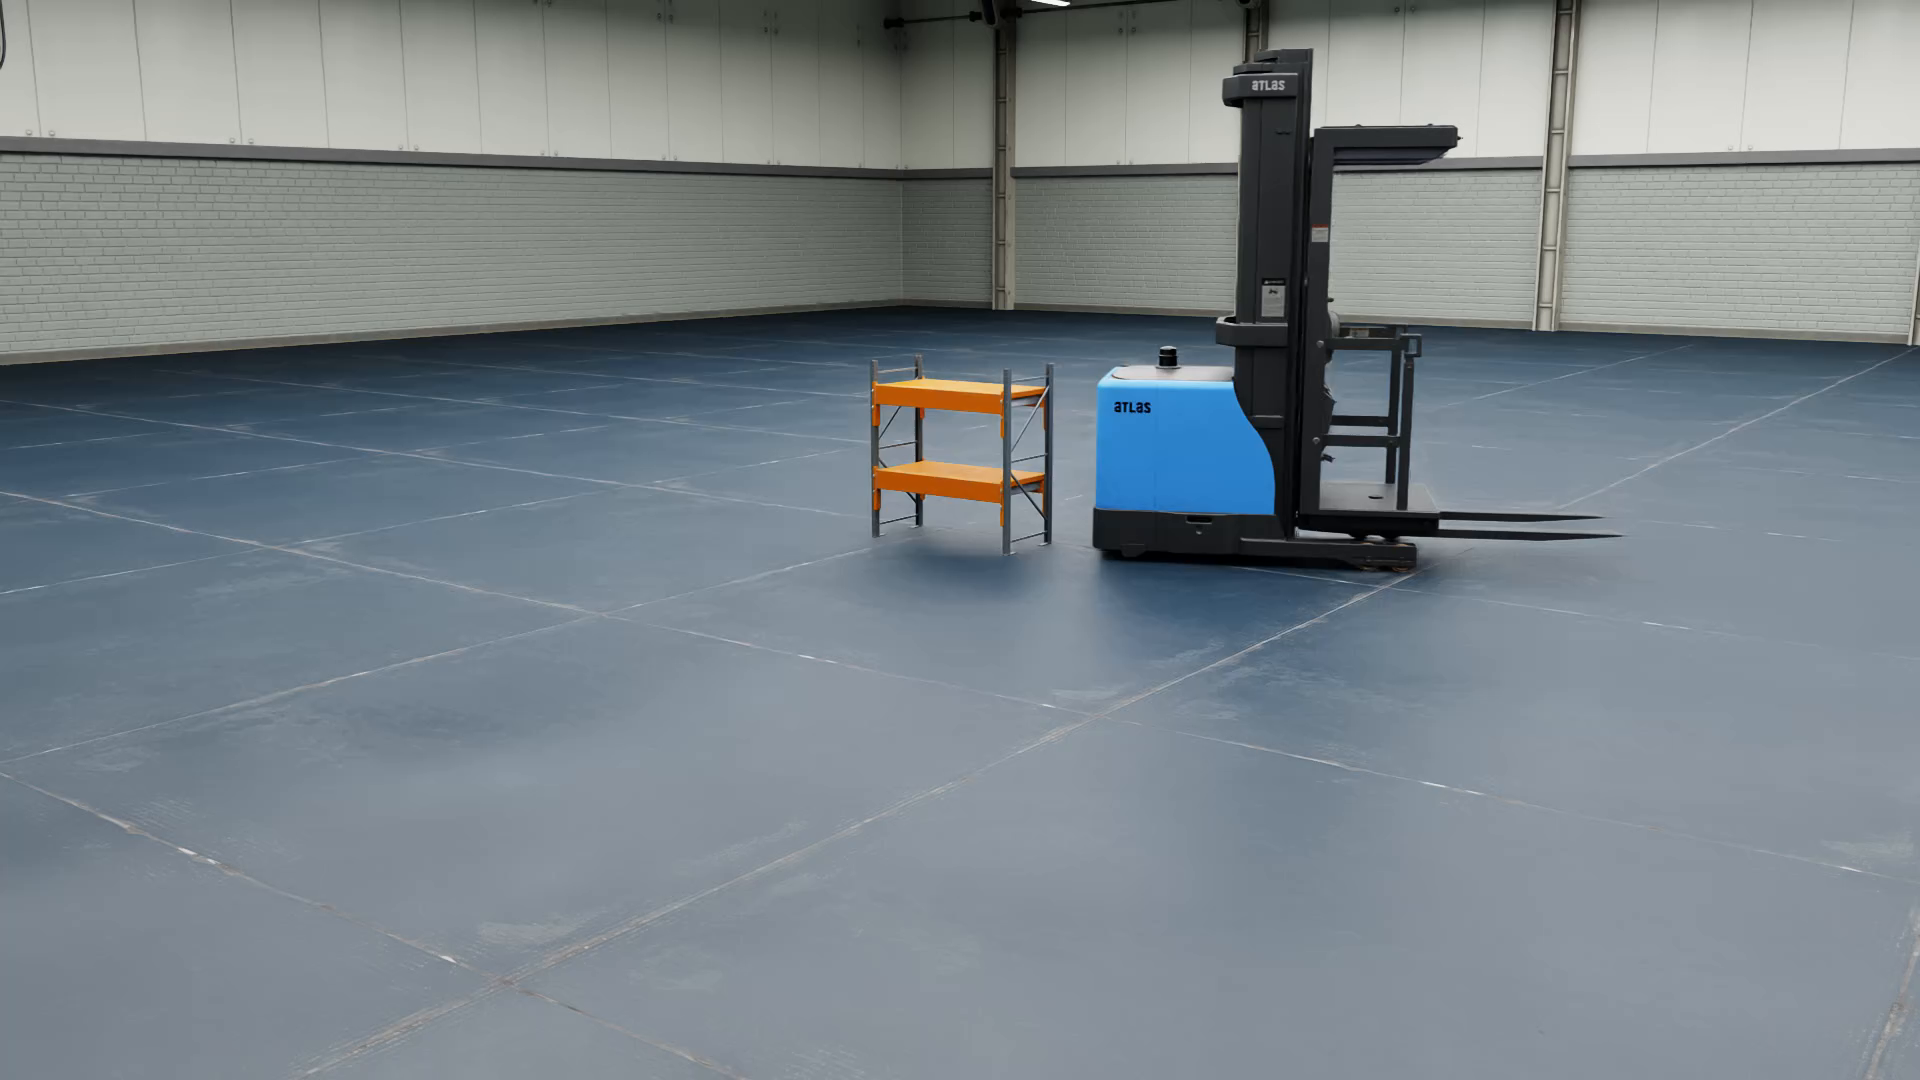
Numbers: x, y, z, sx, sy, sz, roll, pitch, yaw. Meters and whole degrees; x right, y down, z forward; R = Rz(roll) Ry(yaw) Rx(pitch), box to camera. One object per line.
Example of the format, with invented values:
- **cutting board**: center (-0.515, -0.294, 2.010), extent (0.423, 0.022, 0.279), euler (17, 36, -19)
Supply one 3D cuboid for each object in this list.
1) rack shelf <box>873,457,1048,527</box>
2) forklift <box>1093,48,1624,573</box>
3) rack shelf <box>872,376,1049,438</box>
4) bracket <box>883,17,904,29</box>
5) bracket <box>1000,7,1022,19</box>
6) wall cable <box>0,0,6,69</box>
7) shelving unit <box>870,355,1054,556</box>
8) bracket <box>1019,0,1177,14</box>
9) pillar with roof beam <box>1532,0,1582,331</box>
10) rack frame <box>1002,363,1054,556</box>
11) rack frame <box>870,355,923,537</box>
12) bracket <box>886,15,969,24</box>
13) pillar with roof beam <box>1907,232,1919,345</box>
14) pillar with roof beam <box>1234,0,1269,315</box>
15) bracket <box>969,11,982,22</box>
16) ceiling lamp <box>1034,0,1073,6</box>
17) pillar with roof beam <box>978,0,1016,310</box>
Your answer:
- **rack shelf**: center (0.005, -0.311, 10.465), extent (1.000, 0.278, 0.538), euler (8, 13, 36)
- **forklift**: center (2.362, -1.361, 9.847), extent (3.031, 2.935, 1.130), euler (2, 11, 10)
- **rack shelf**: center (0.005, -0.839, 10.363), extent (1.000, 0.278, 0.538), euler (8, 13, 36)
- **bracket**: center (-1.485, -11.602, 37.334), extent (0.430, 0.232, 0.235), euler (8, 13, 36)
- **bracket**: center (1.095, -11.243, 35.475), extent (0.430, 0.232, 0.235), euler (8, 13, 36)
- **wall cable**: center (-13.635, -8.409, 21.350), extent (0.169, 6.003, 2.305), euler (8, 13, 36)
- **shelving unit**: center (0.005, -0.552, 10.419), extent (1.048, 1.125, 0.538), euler (8, 13, 36)
- **bracket**: center (3.171, -10.953, 33.977), extent (4.783, 0.066, 0.076), euler (8, 13, 36)
- **pillar with roof beam**: center (8.094, -7.568, 25.958), extent (0.400, 9.000, 9.100), euler (8, 13, 36)
- **rack frame**: center (0.415, -0.494, 10.124), extent (0.032, 1.125, 0.500), euler (8, 13, 36)
- **rack frame**: center (-0.404, -0.609, 10.714), extent (0.032, 1.125, 0.500), euler (8, 13, 36)
- **bracket**: center (-1.009, -11.536, 36.991), extent (3.189, 0.066, 0.076), euler (8, 13, 36)
- **pillar with roof beam**: center (12.930, -6.894, 22.471), extent (0.400, 9.000, 9.100), euler (8, 13, 36)
- **pillar with roof beam**: center (3.258, -8.243, 29.445), extent (0.548, 9.000, 9.100), euler (8, 13, 36)
- **bracket**: center (0.426, -11.336, 35.957), extent (0.430, 0.232, 0.235), euler (8, 13, 36)
- **ceiling lamp**: center (1.148, -11.248, 29.613), extent (0.800, 3.185, 2.000), euler (8, 13, 36)
- **pillar with roof beam**: center (-1.578, -8.917, 32.932), extent (0.548, 9.000, 9.100), euler (8, 13, 36)
